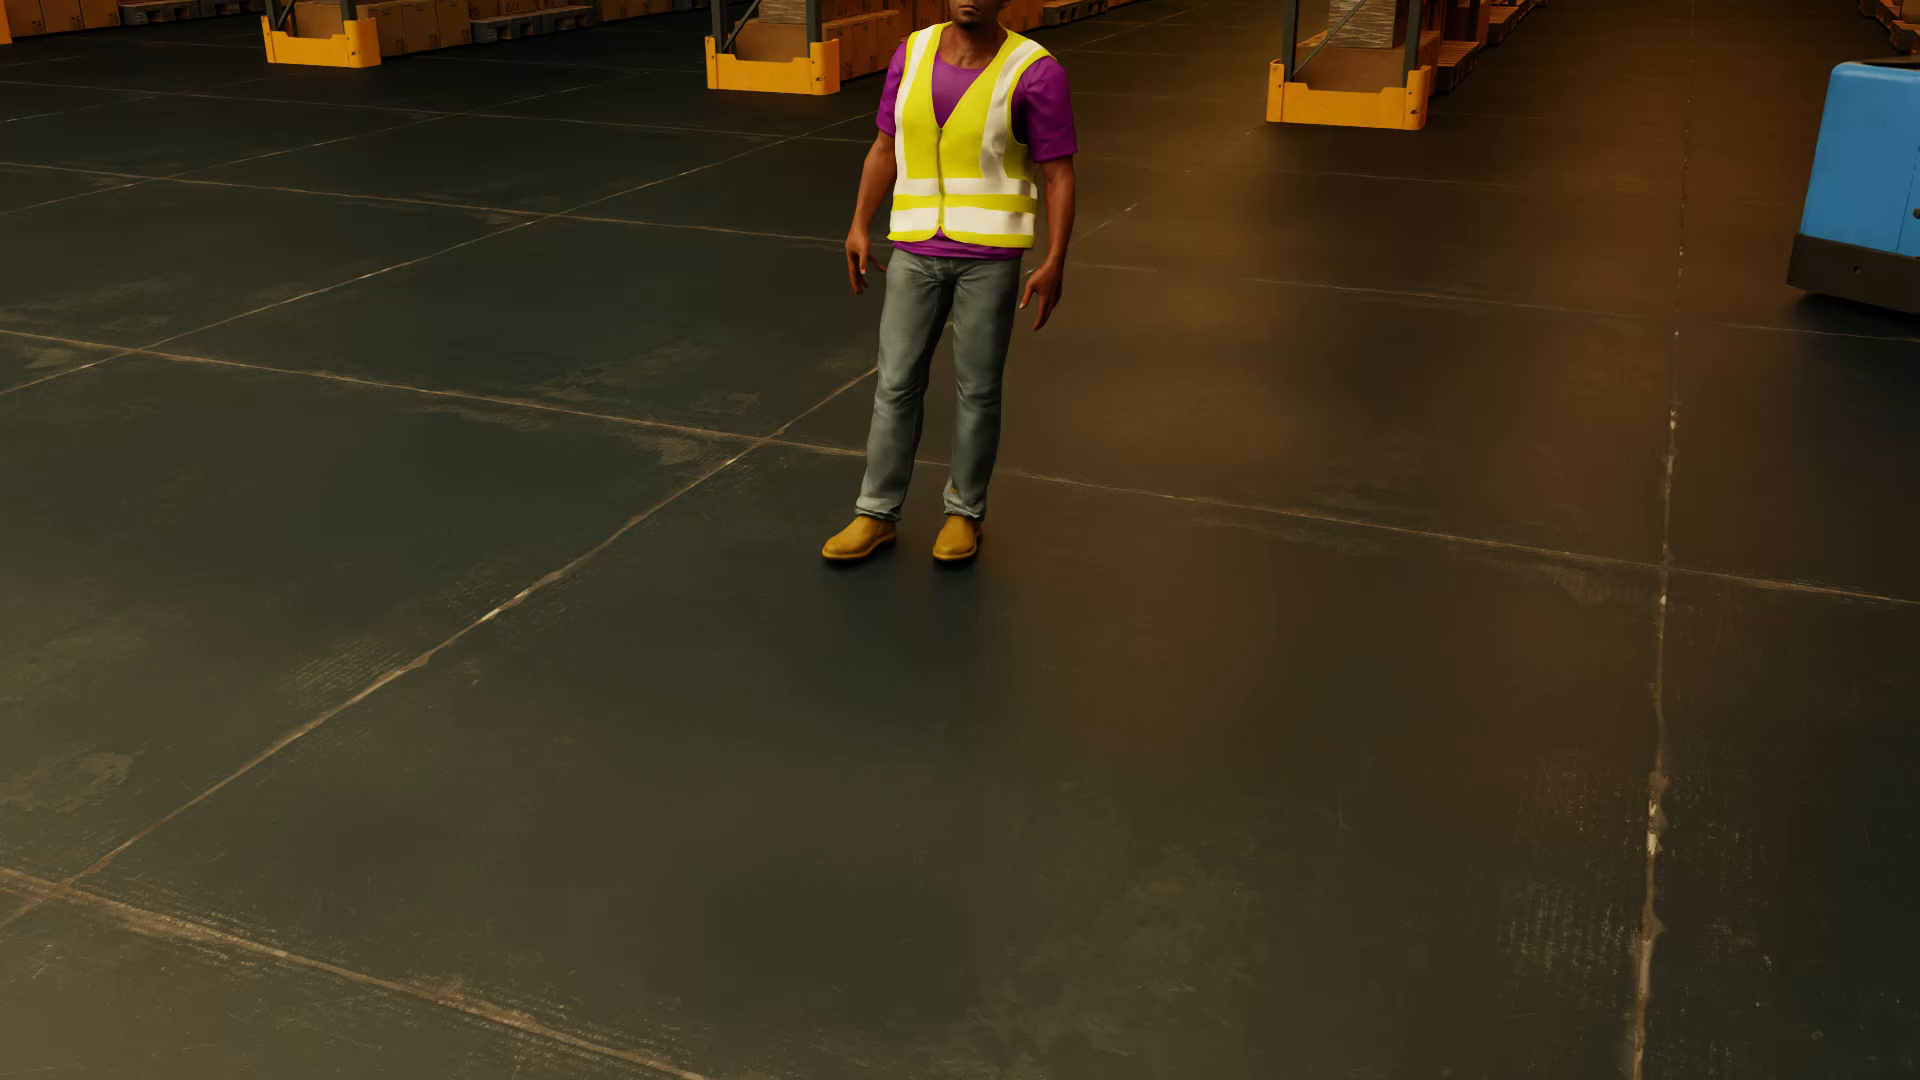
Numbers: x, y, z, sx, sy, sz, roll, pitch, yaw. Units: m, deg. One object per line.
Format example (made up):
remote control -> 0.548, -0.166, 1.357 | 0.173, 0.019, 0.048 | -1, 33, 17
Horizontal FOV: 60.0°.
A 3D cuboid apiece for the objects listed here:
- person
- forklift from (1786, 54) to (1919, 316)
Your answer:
person -> -0.032, -0.798, 4.693 | 0.665, 1.765, 0.577 | 9, 24, 21
forklift -> 5.390, -2.616, 7.551 | 3.031, 2.935, 1.130 | -13, 26, -28
